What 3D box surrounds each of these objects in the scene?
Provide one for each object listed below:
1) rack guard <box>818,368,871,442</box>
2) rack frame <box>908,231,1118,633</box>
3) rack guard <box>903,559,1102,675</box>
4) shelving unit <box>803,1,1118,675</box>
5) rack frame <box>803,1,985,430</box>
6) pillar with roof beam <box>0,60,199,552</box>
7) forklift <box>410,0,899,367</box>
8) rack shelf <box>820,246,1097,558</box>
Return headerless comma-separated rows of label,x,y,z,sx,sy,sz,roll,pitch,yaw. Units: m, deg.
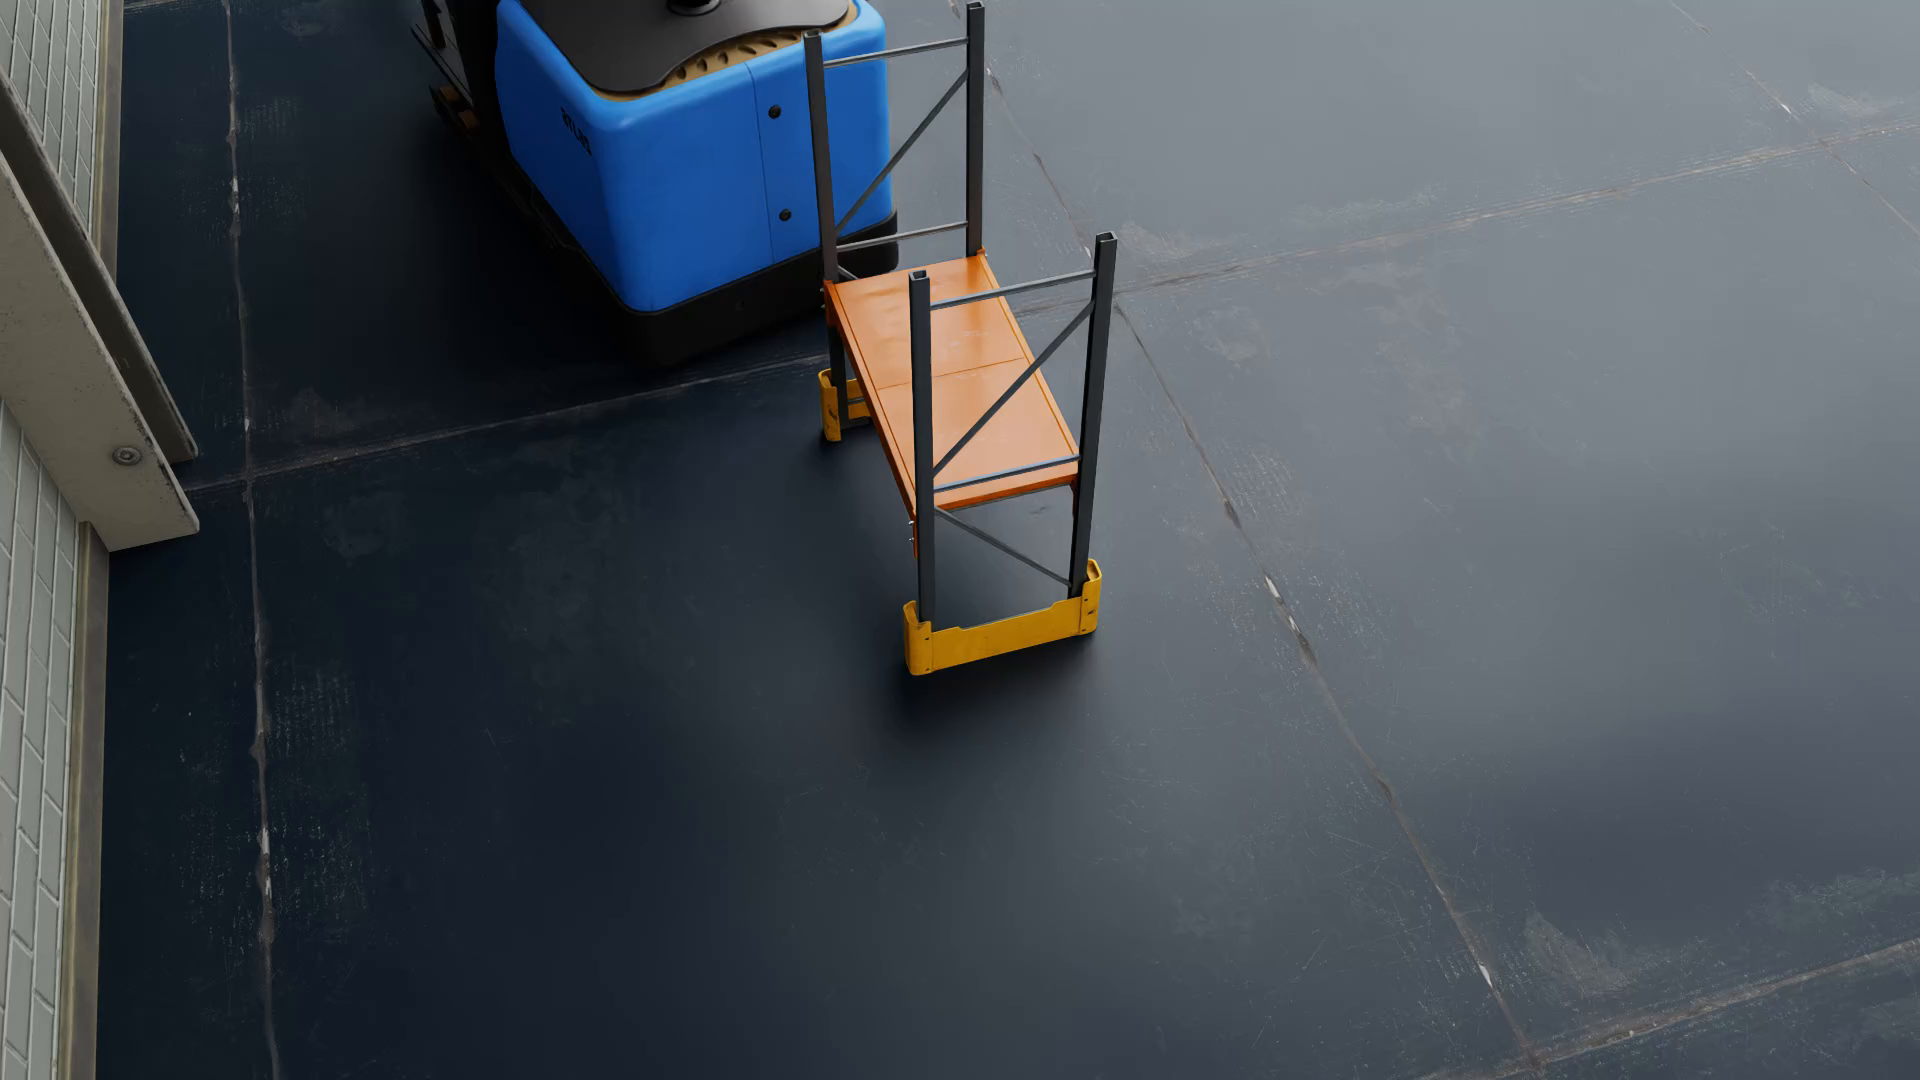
rack guard,-0.170,-0.500,5.508,0.587,0.250,0.087,-13,51,-11
rack frame,0.125,-0.174,4.416,0.500,1.500,0.032,-13,51,-11
rack guard,0.125,0.227,4.895,0.587,0.250,0.087,-13,51,-11
shelving unit,-0.023,-0.539,4.724,0.587,1.500,1.083,-13,51,-11
rack frame,-0.176,-0.917,5.042,0.500,1.500,0.032,-13,51,-11
pillar with roof beam,1.494,-4.008,2.743,9.100,9.000,0.400,-13,51,-11
forklift,-1.437,-2.644,5.562,1.130,2.935,3.031,-26,55,-20
rack shelf,-0.025,-0.430,4.867,0.538,0.185,1.000,-13,51,-11
